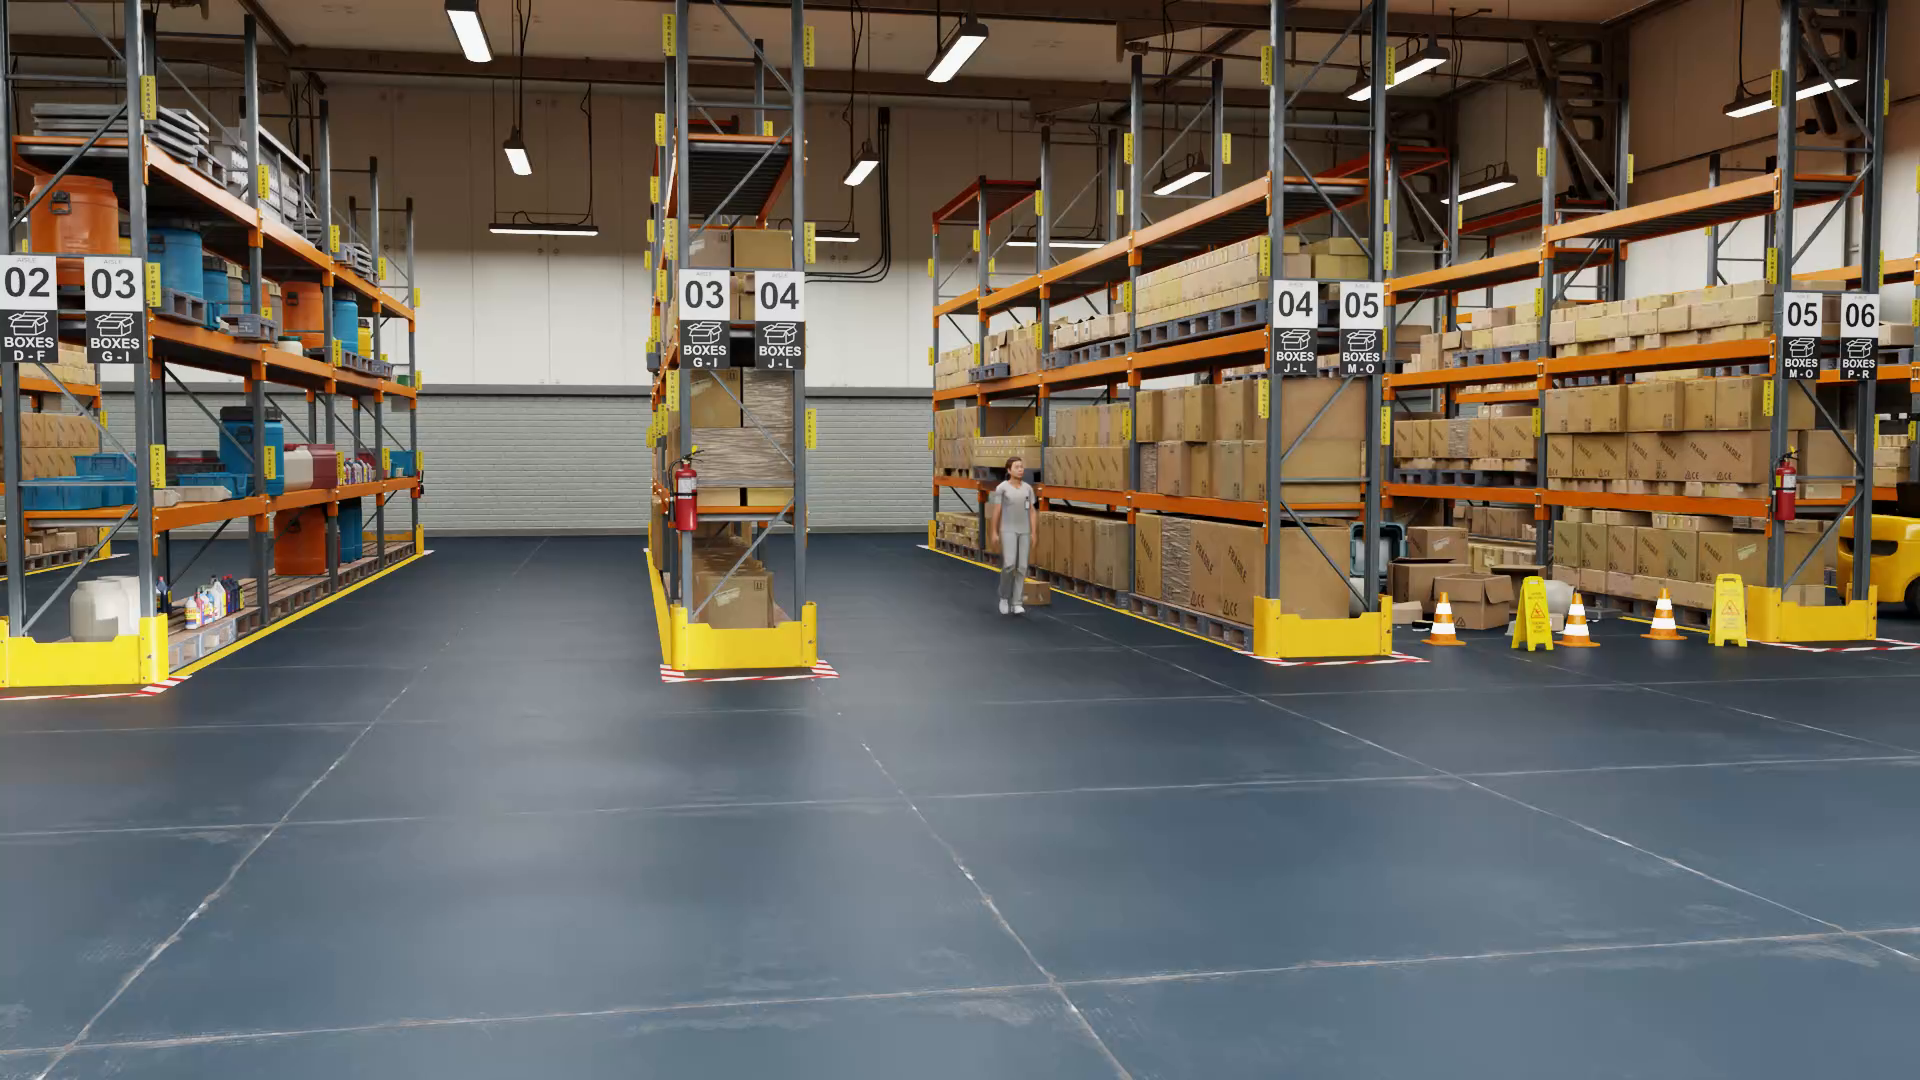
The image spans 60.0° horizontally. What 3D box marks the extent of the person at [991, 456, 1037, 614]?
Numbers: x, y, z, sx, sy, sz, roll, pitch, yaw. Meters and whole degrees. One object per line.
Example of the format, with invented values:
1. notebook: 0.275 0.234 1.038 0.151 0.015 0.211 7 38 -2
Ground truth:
1. person: 0.594 -0.046 17.590 0.477 1.672 0.437 -1 3 -20
